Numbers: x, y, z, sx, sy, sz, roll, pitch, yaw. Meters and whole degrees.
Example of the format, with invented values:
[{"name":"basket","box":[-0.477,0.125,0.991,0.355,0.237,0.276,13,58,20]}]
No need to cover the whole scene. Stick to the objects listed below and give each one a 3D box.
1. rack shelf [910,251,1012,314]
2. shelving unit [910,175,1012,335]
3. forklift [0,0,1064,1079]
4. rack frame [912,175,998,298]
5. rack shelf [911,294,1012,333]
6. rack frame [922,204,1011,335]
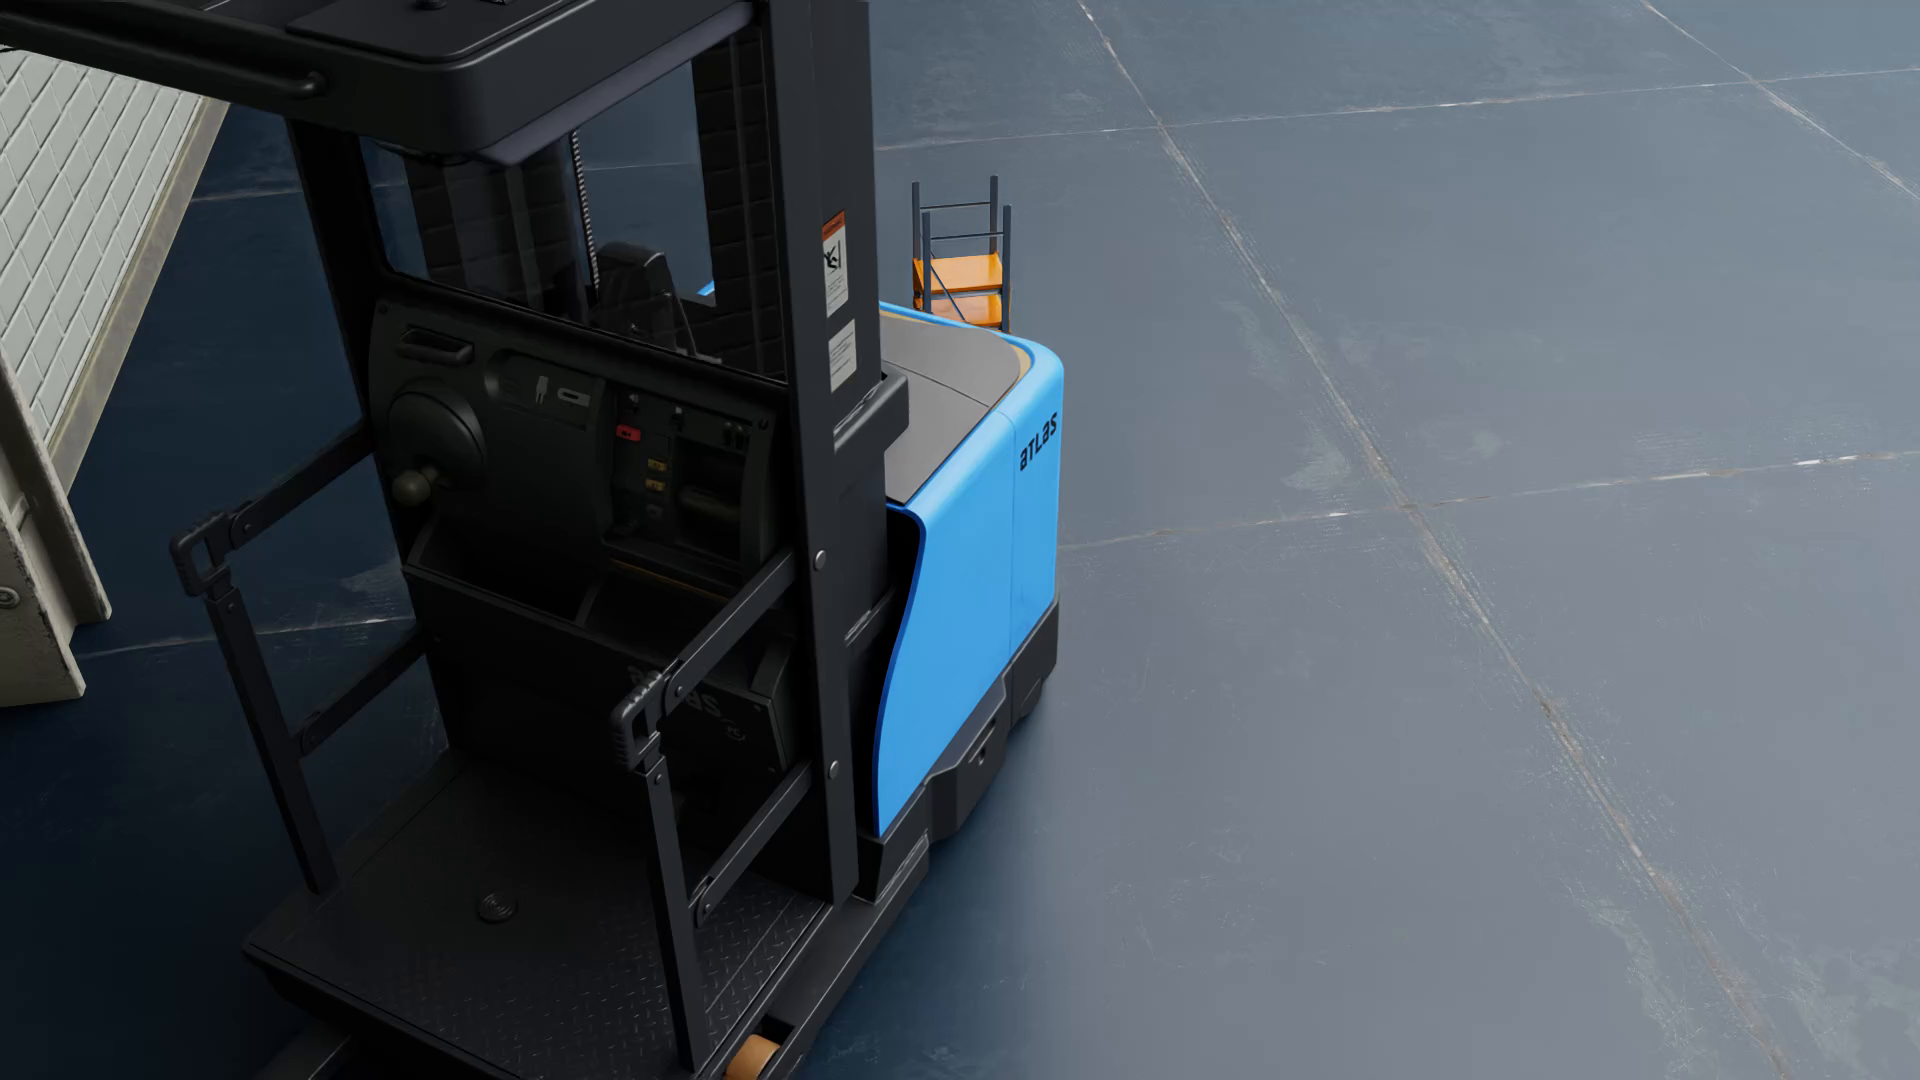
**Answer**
[{"name":"rack shelf","box":[0.003,-0.714,4.677,0.258,0.103,0.180,-6,38,-8]},{"name":"shelving unit","box":[0.003,-0.465,4.871,0.258,1.200,0.189,-6,38,-8]},{"name":"forklift","box":[-0.848,-0.116,3.011,1.130,2.935,3.031,17,41,21]},{"name":"rack frame","box":[-0.013,-0.520,4.942,0.240,1.200,0.006,-6,38,-8]},{"name":"rack shelf","box":[0.003,-0.620,4.751,0.258,0.103,0.180,-6,38,-8]},{"name":"rack frame","box":[0.019,-0.410,4.800,0.240,1.200,0.006,-6,38,-8]}]
